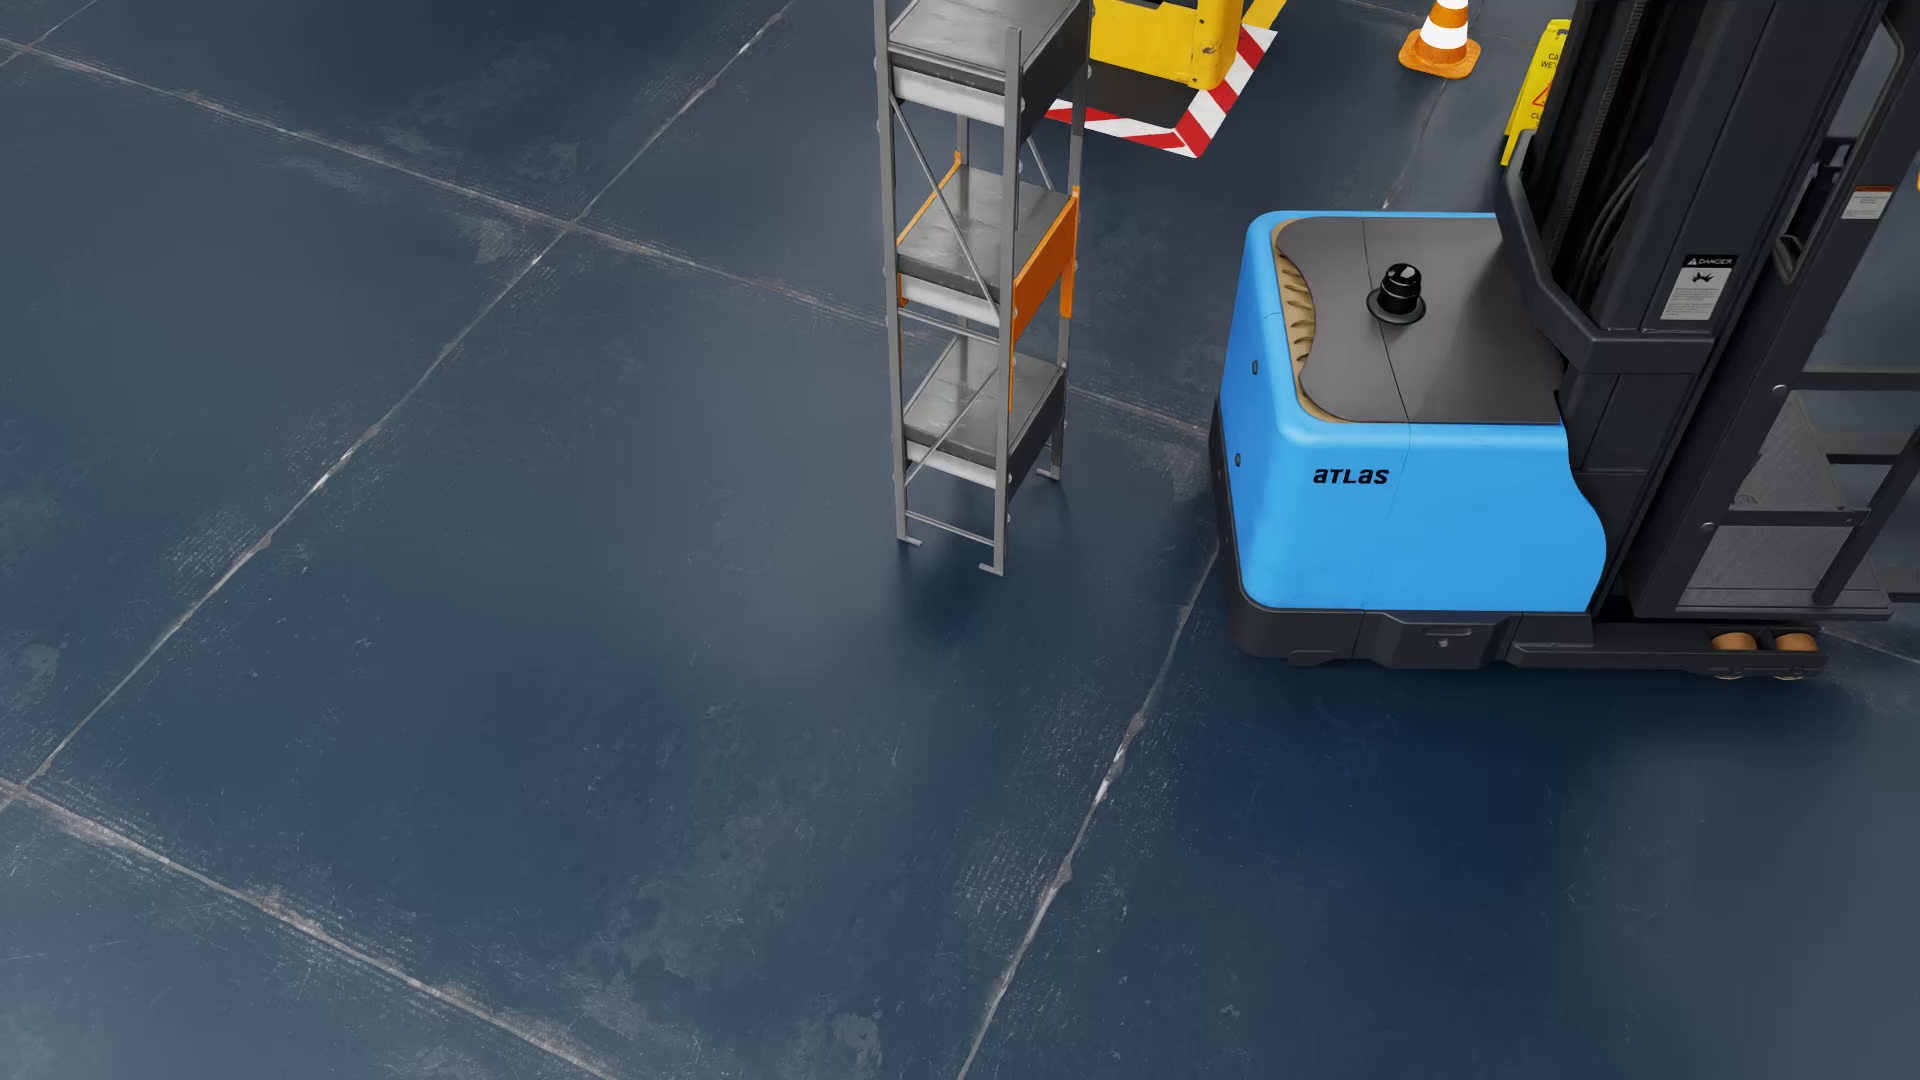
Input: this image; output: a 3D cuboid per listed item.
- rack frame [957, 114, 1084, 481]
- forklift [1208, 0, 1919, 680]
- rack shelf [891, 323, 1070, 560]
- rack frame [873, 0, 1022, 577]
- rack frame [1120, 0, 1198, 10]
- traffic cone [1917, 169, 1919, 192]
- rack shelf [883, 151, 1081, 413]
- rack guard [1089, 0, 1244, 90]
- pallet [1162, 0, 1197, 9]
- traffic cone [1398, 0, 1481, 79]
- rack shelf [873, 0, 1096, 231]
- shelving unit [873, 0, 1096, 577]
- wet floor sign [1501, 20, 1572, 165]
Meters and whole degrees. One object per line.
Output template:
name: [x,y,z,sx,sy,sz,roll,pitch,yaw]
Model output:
rack frame: [0.175,-0.962,5.190,0.400,2.100,0.015,20,52,16]
forklift: [2.397,-0.910,4.600,3.031,2.935,1.130,1,50,1]
rack shelf: [0.071,-0.332,5.591,0.431,0.518,0.480,20,52,16]
rack frame: [-0.034,-0.626,4.904,0.400,2.100,0.015,20,52,16]
rack frame: [0.694,-3.301,6.589,1.000,3.000,0.127,20,52,16]
traffic cone: [4.230,-1.653,6.853,0.336,0.463,0.334,20,52,16]
rack shelf: [0.071,-0.786,5.058,0.431,0.518,0.480,20,52,16]
rack guard: [0.684,-2.474,7.527,1.175,0.500,0.348,20,52,16]
pallet: [0.965,-2.973,8.141,1.003,0.211,1.213,20,52,16]
traffic cone: [2.205,-2.382,7.473,0.336,0.463,0.334,20,52,16]
rack shelf: [0.071,-1.239,4.525,0.431,0.518,0.480,20,52,16]
shelving unit: [0.071,-0.794,5.047,0.431,2.100,0.503,20,52,16]
wet floor sign: [2.472,-1.873,6.920,0.267,0.644,0.232,12,51,10]
